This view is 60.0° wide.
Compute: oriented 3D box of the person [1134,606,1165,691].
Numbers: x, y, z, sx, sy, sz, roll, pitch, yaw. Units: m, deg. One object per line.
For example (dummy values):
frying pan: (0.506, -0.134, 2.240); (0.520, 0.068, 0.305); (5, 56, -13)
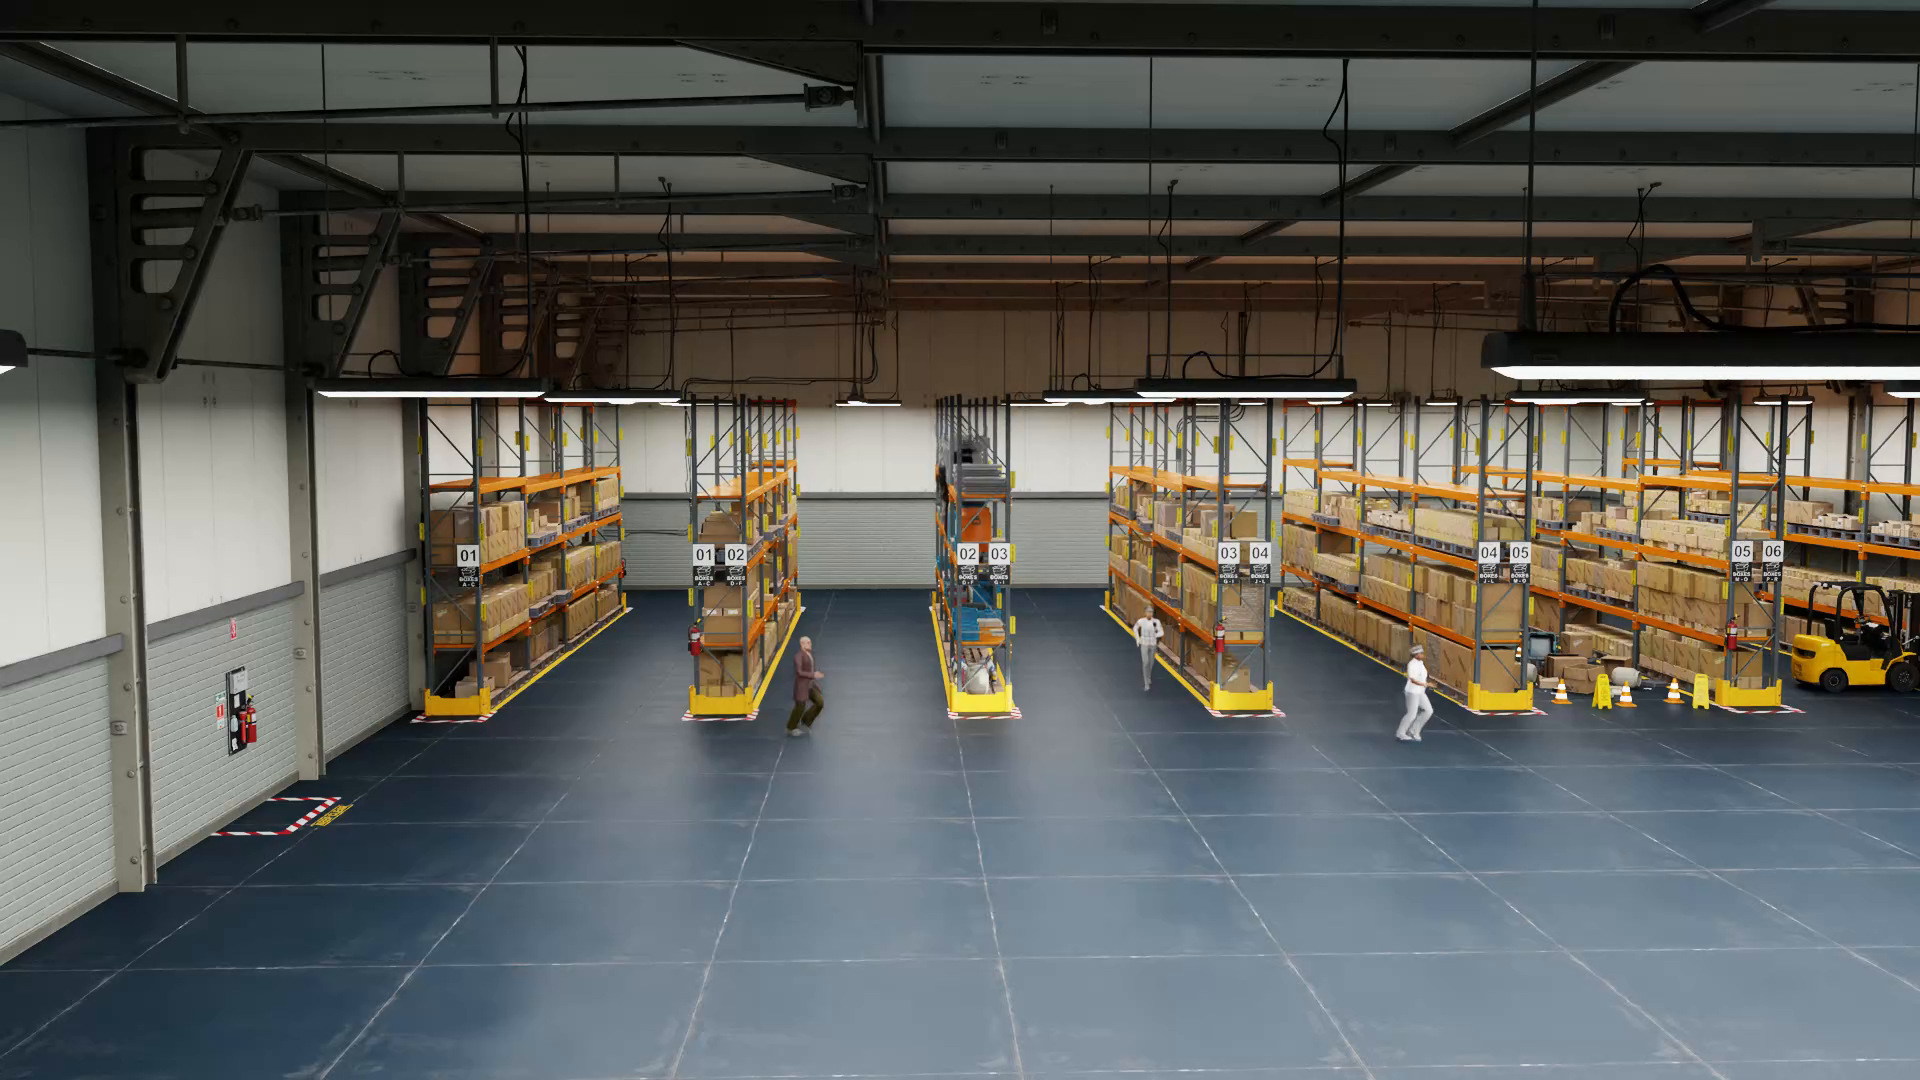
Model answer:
person: (3.890, 2.186, 34.106); (0.606, 1.713, 0.853); (0, 5, -3)

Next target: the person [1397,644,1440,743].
person: (7.889, 2.649, 28.570); (0.719, 1.751, 0.585); (3, 5, 35)

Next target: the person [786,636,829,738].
person: (-2.648, 2.563, 28.989); (0.880, 1.810, 0.667); (2, 5, 28)
